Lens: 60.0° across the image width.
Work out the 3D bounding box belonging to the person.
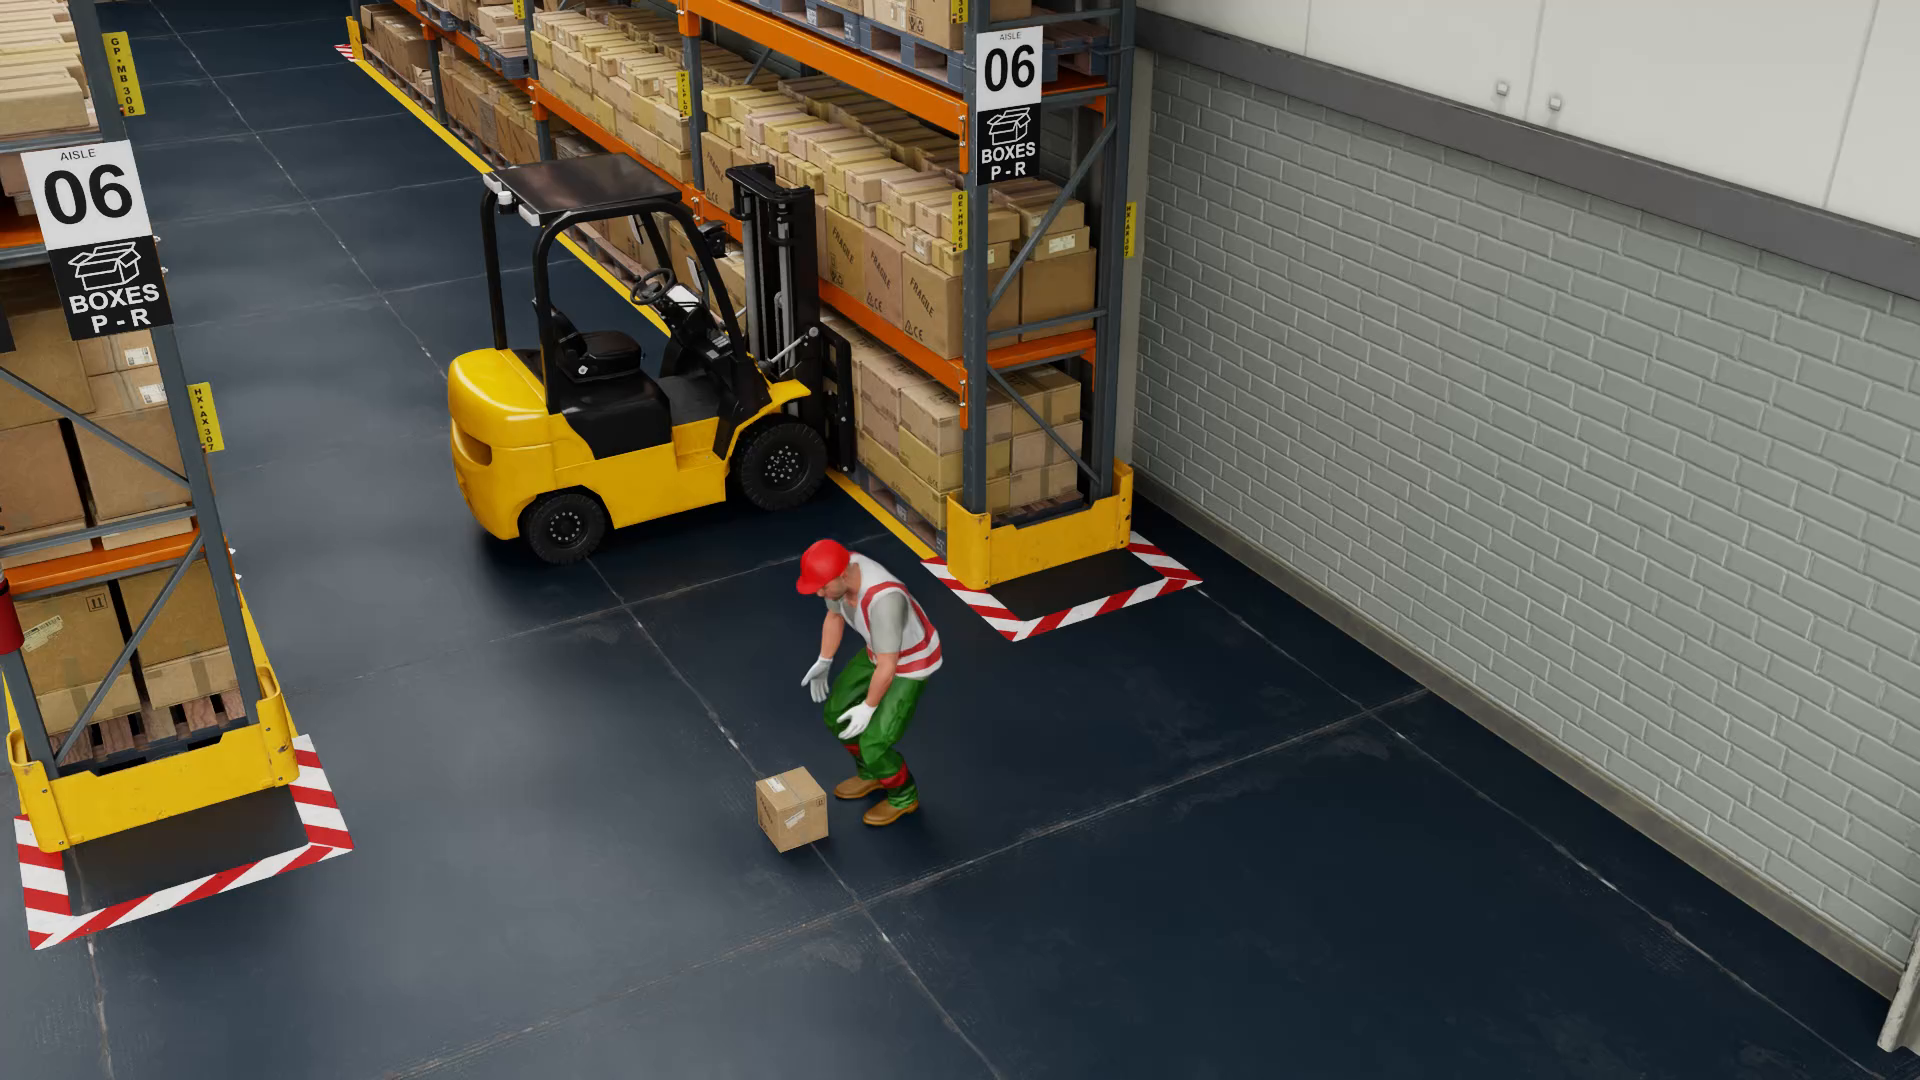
[{"bbox_3d":[-0.410,0.626,7.673,0.690,1.528,0.579,-15,32,-26],"label":"person"}]
